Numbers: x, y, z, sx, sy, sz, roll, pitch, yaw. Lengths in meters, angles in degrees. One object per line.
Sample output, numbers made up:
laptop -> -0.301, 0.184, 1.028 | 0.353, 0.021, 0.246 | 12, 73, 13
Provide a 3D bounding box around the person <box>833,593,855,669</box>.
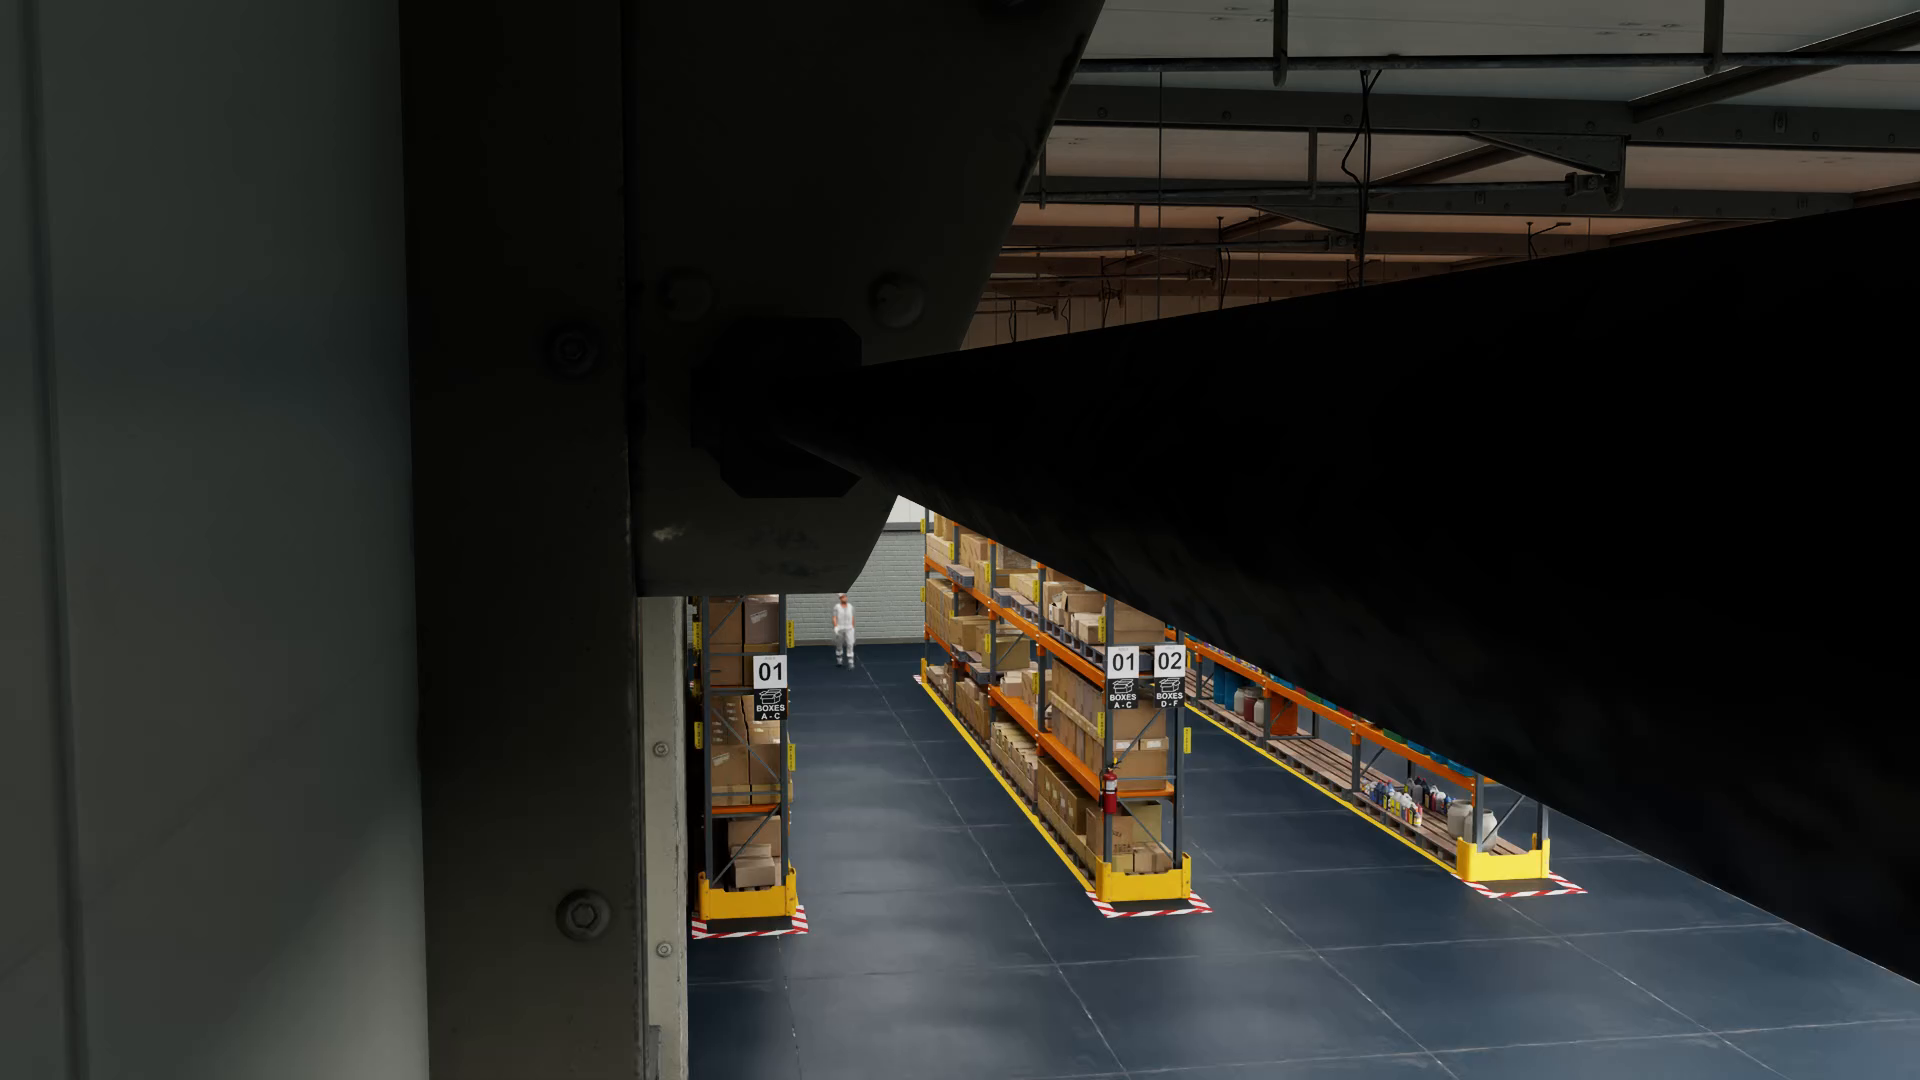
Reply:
person -> -2.658, 2.048, 38.289 | 0.526, 1.683, 1.004 | -1, 5, -12
